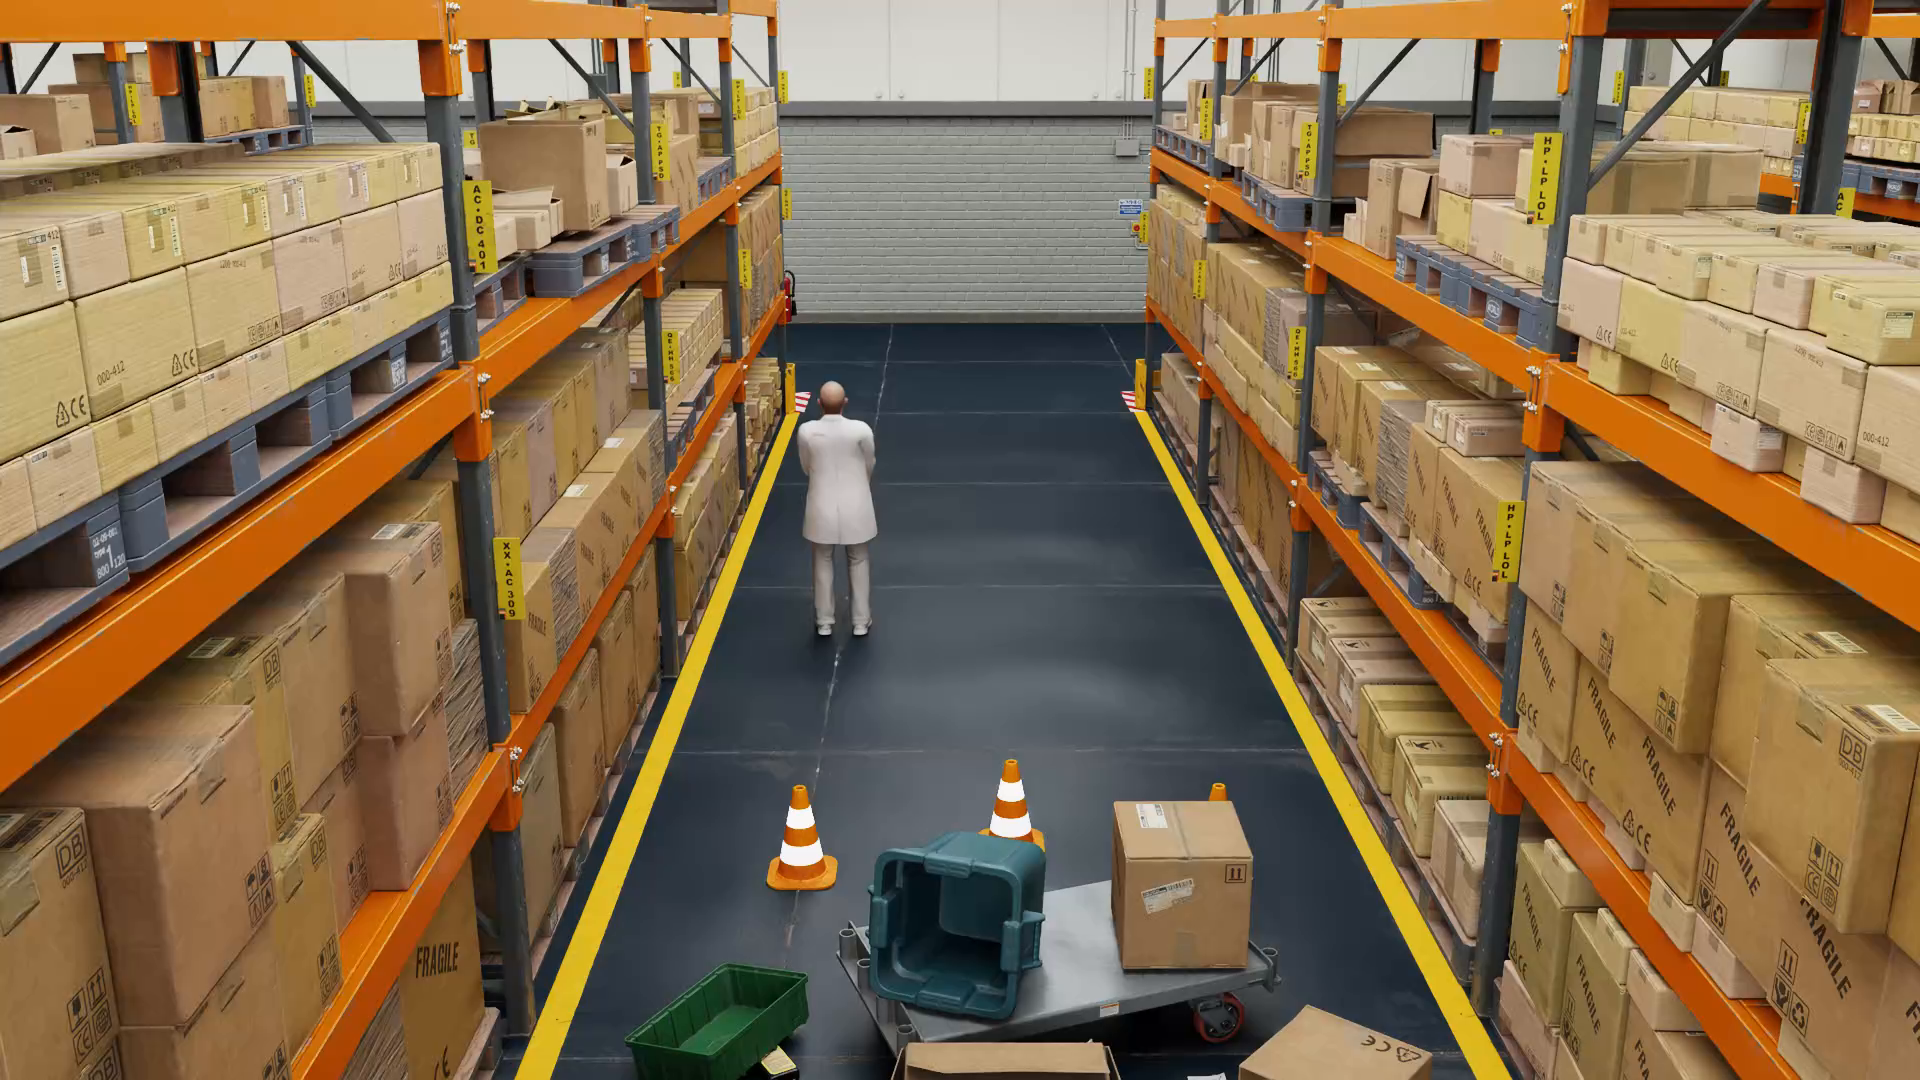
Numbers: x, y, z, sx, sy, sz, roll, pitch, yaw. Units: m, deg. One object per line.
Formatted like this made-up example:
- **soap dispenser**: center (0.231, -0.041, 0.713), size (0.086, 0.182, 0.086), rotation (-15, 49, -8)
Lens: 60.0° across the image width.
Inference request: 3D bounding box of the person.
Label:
- **person**: center (-0.831, -0.249, 11.401), size (0.531, 1.769, 0.554), rotation (0, 17, -1)
